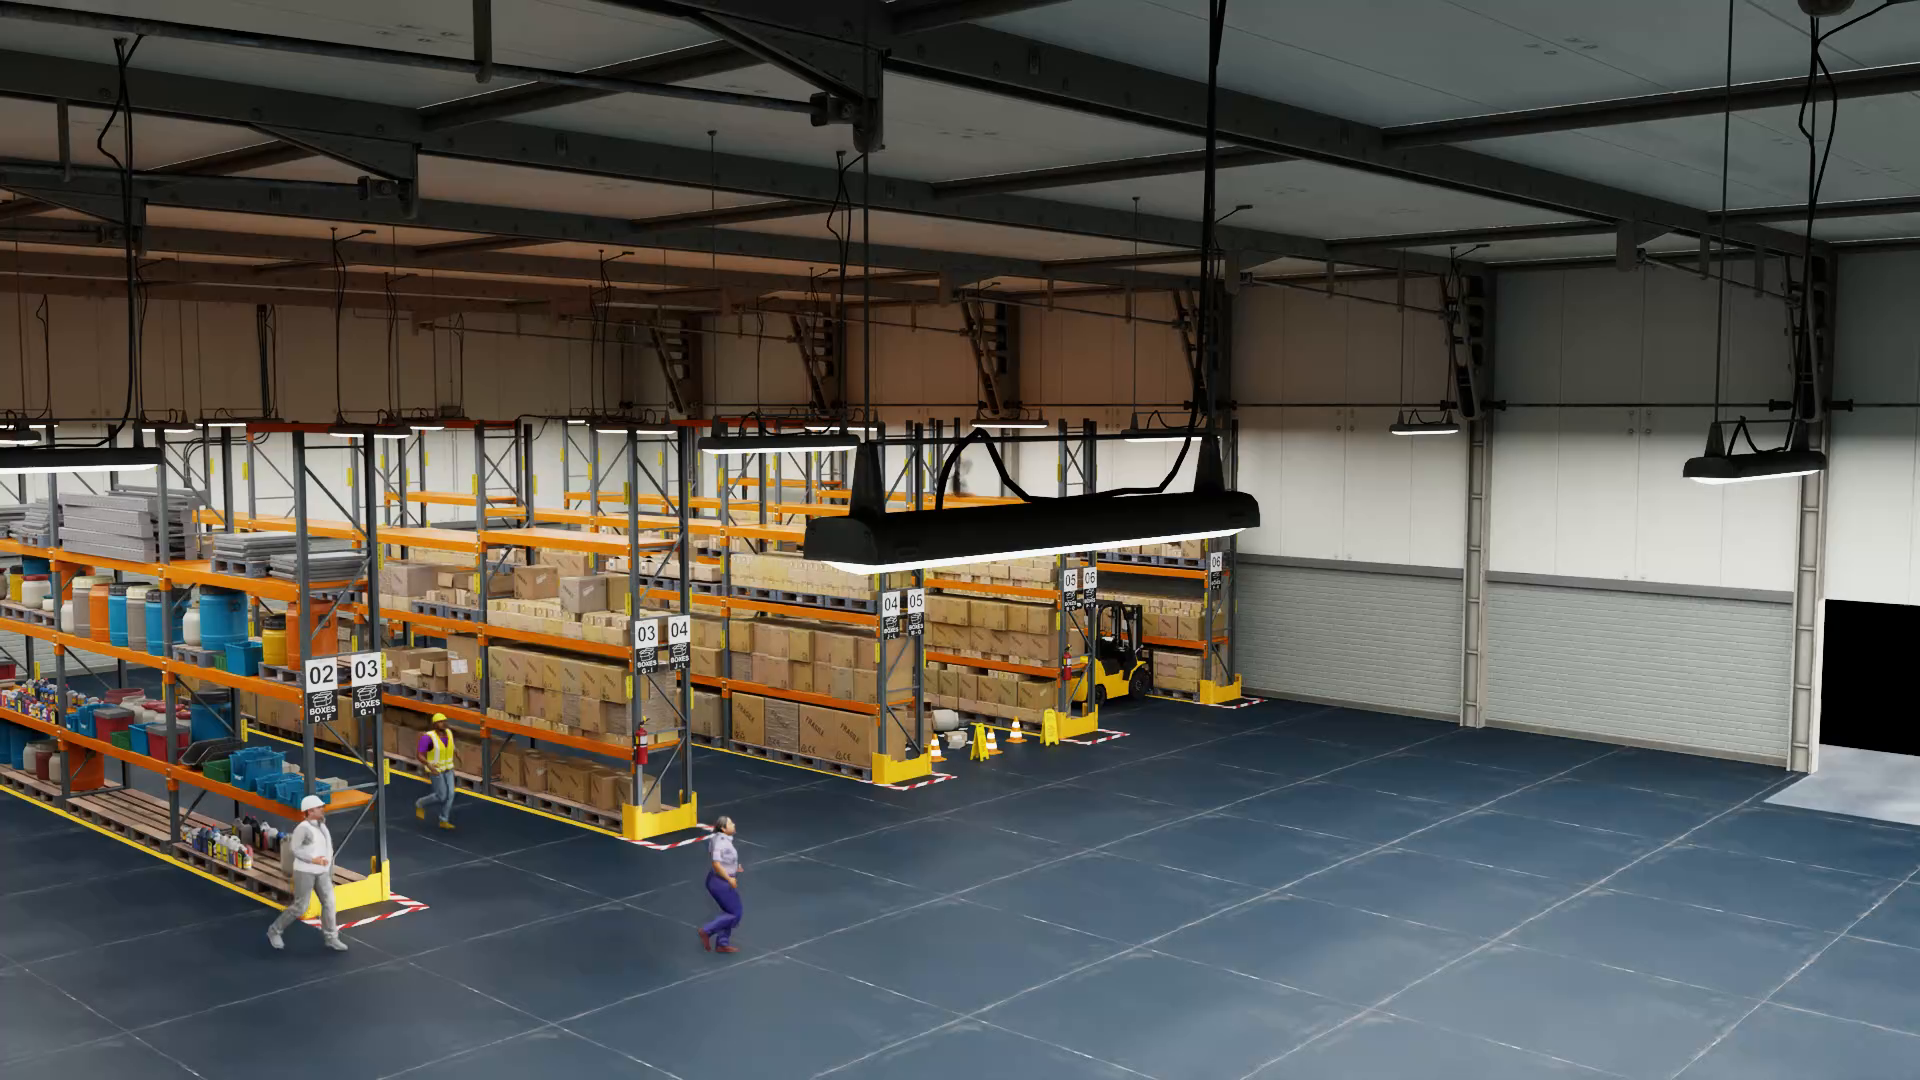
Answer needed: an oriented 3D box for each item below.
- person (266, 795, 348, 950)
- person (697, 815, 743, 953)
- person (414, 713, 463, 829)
[{"bbox_3d":[-7.520,3.861,19.381,0.949,1.758,0.726,1,5,12],"label":"person"},{"bbox_3d":[-2.770,3.972,19.173,0.596,1.619,0.600,-2,5,-19],"label":"person"},{"bbox_3d":[-7.816,3.439,24.923,0.662,1.741,0.698,3,6,33],"label":"person"}]
